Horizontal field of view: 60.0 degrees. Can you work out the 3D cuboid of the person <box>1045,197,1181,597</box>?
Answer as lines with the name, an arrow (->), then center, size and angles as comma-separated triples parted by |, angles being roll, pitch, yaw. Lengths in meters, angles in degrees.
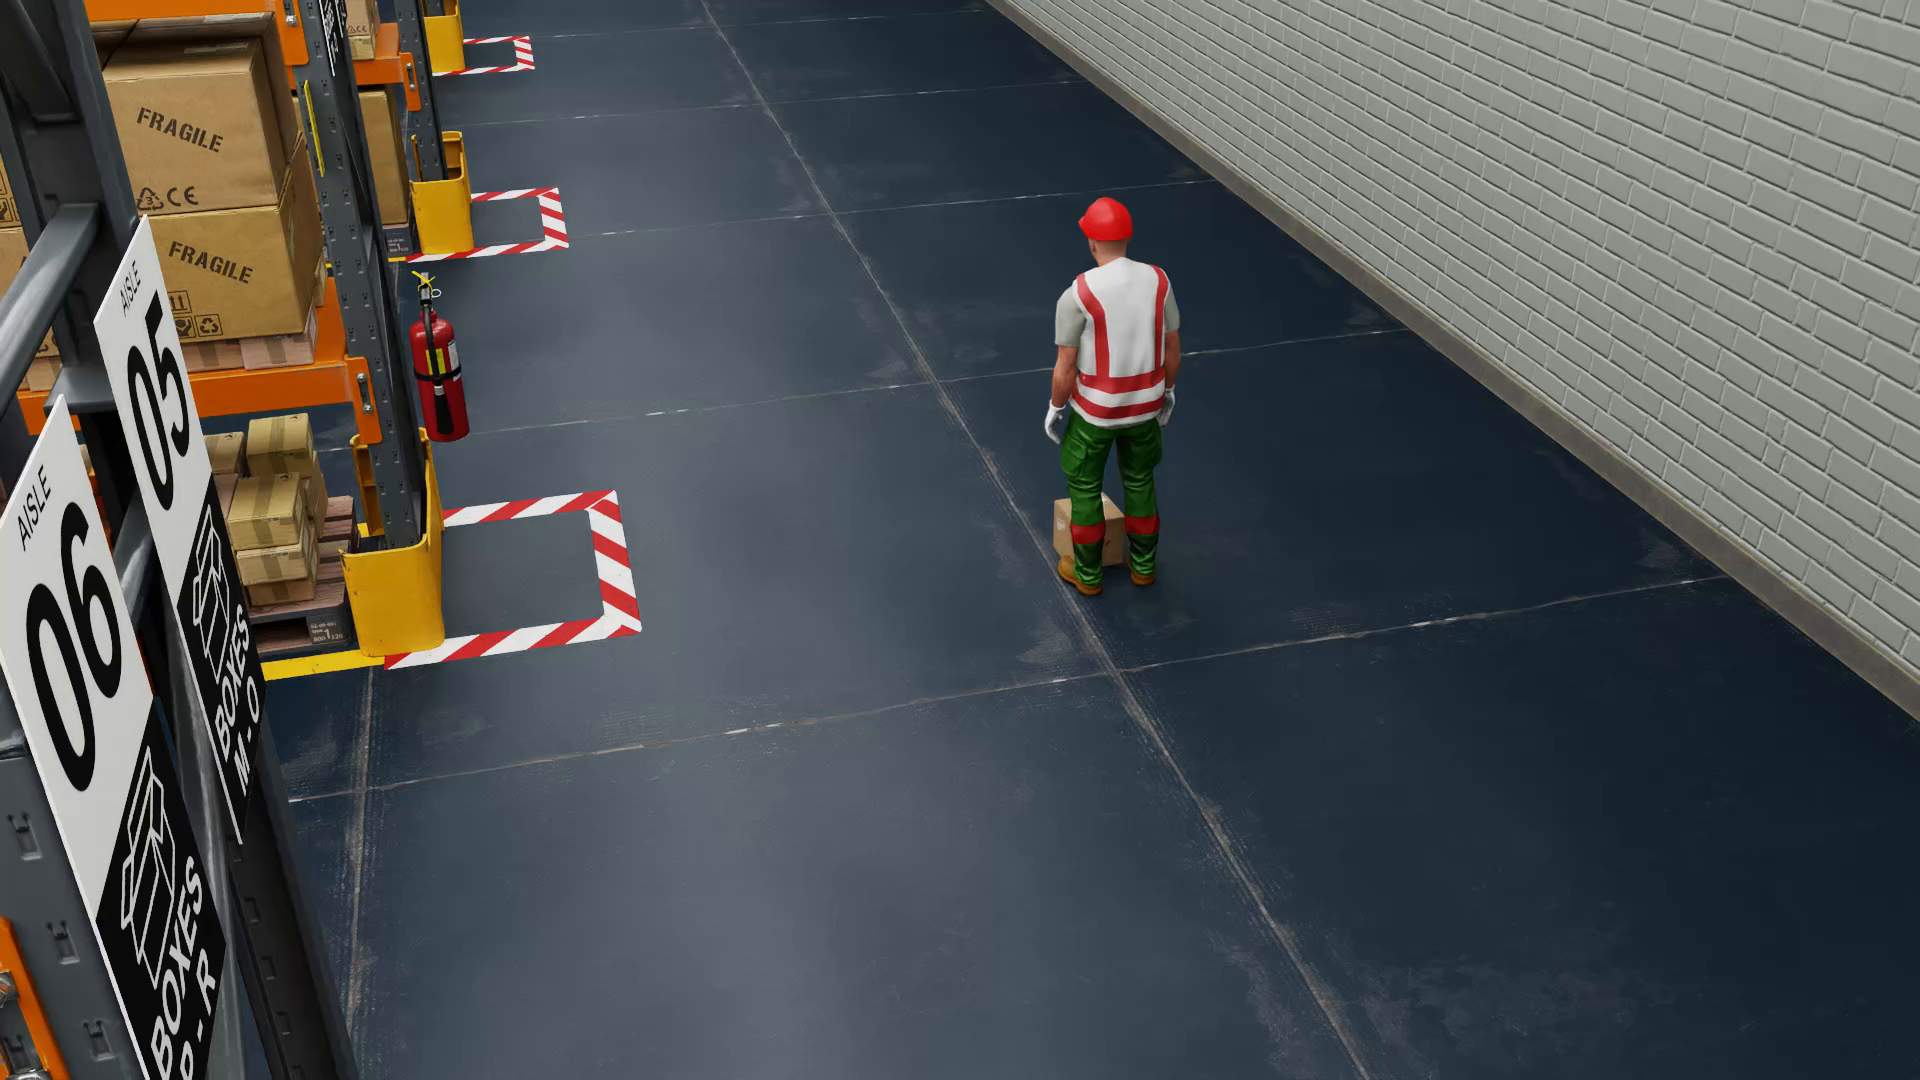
person -> 0.649, -0.587, 7.134 | 0.611, 1.778, 0.451 | -10, 31, -16
